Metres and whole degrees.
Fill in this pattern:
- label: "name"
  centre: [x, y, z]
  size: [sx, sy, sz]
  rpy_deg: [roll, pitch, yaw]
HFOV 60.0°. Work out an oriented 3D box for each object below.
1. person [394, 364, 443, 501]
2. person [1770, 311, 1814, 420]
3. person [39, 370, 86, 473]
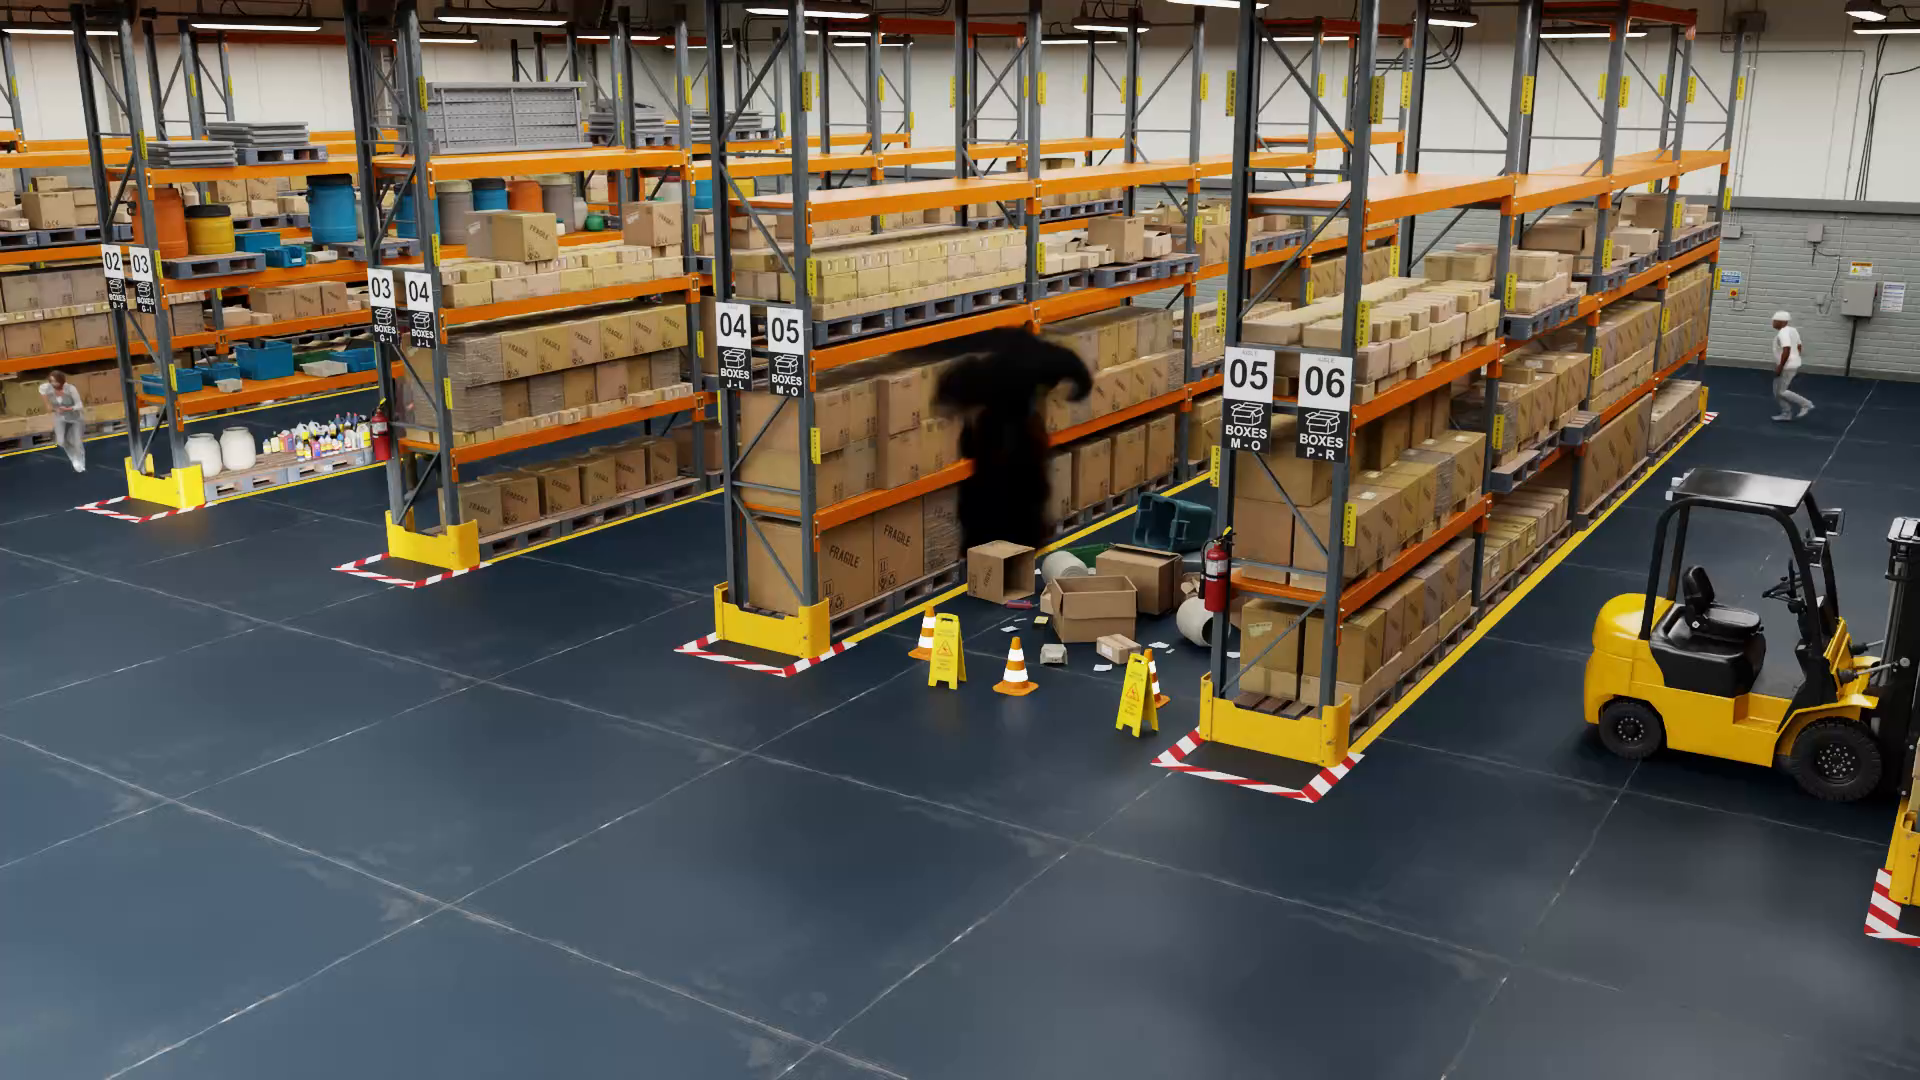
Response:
- label: "person"
  centre: [-6.858, -1.442, 21.018]
  size: [0.715, 1.758, 1.015]
  rpy_deg: [3, 16, 10]
- label: "person"
  centre: [12.877, -2.679, 25.742]
  size: [0.807, 1.687, 0.674]
  rpy_deg: [12, 20, 37]
- label: "person"
  centre: [-11.881, -1.567, 22.072]
  size: [0.562, 1.455, 0.849]
  rpy_deg: [-3, 16, -11]
